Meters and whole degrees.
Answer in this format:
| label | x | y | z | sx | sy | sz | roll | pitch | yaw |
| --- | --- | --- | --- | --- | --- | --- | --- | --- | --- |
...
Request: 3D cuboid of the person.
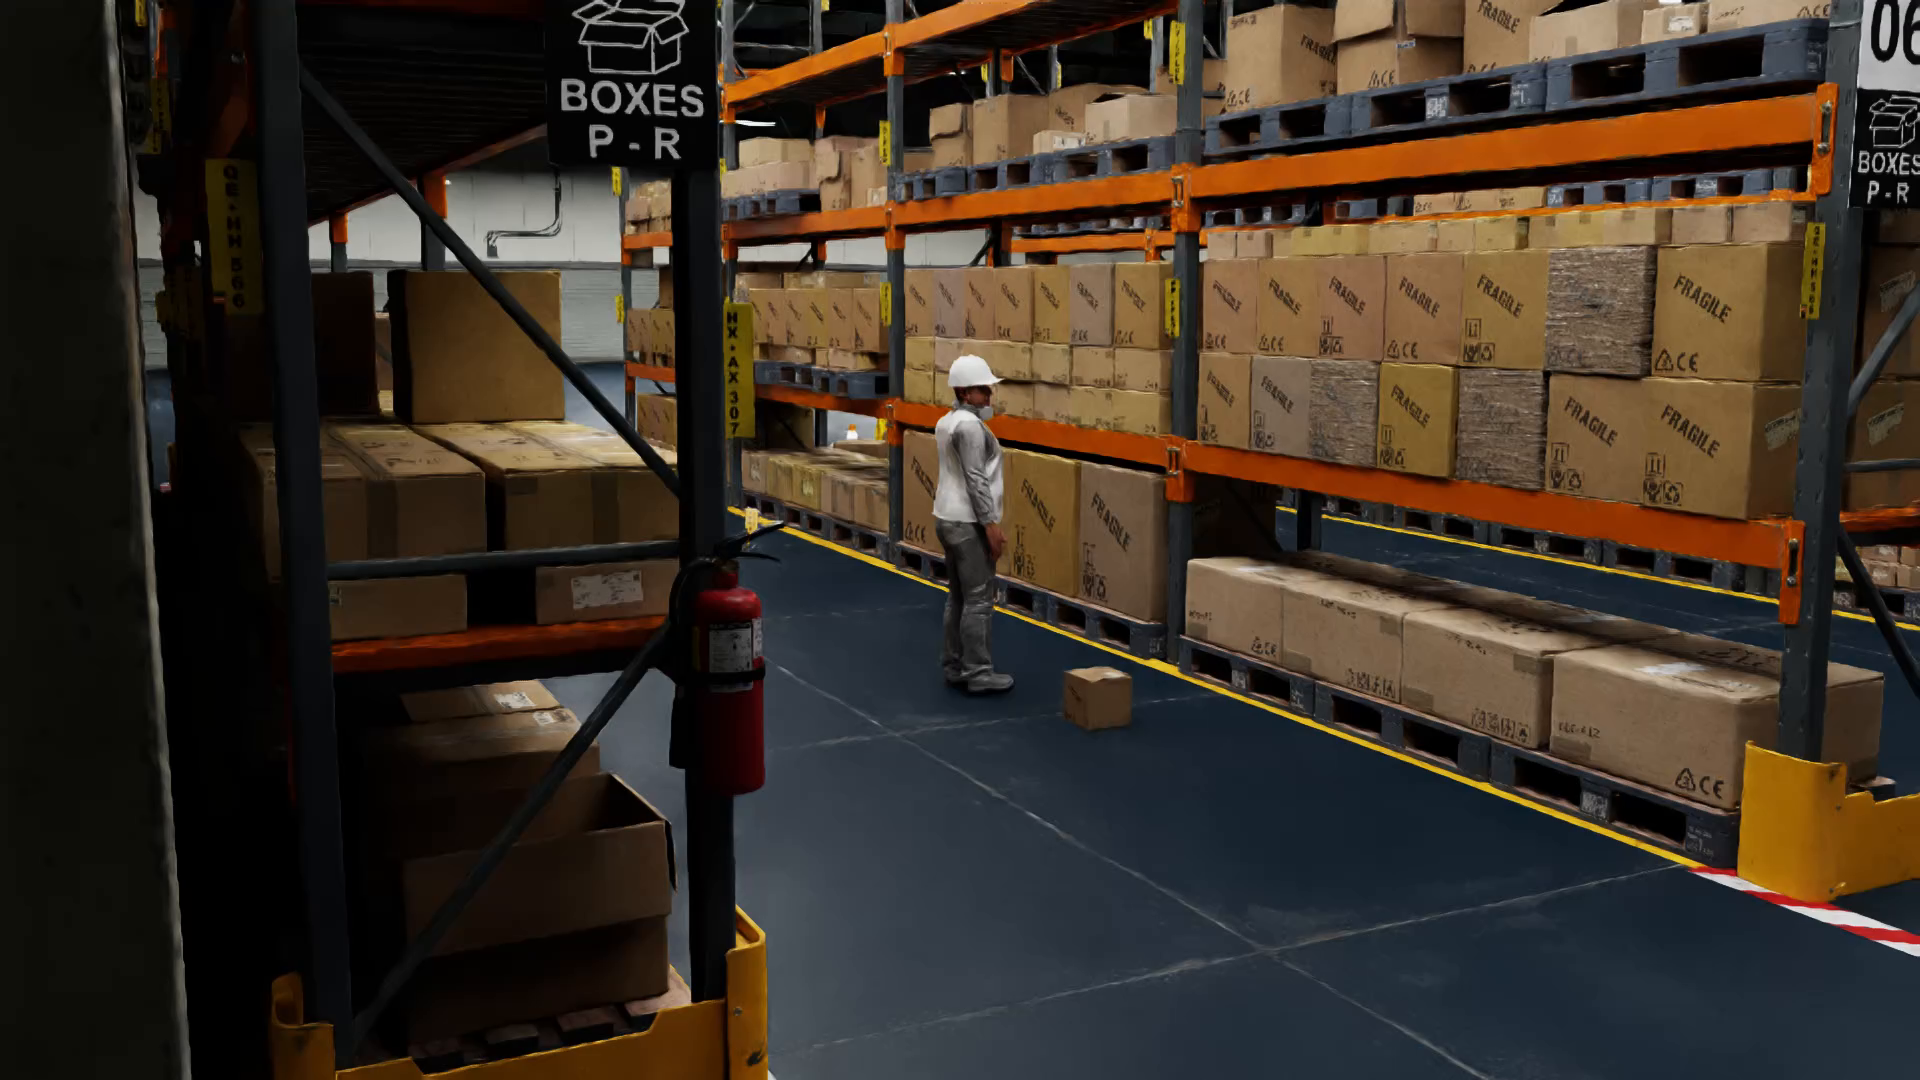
| label | x | y | z | sx | sy | sz | roll | pitch | yaw |
| --- | --- | --- | --- | --- | --- | --- | --- | --- | --- |
| person | 0.077 | -0.076 | 8.870 | 0.415 | 1.813 | 0.588 | -2 | 9 | -14 |
